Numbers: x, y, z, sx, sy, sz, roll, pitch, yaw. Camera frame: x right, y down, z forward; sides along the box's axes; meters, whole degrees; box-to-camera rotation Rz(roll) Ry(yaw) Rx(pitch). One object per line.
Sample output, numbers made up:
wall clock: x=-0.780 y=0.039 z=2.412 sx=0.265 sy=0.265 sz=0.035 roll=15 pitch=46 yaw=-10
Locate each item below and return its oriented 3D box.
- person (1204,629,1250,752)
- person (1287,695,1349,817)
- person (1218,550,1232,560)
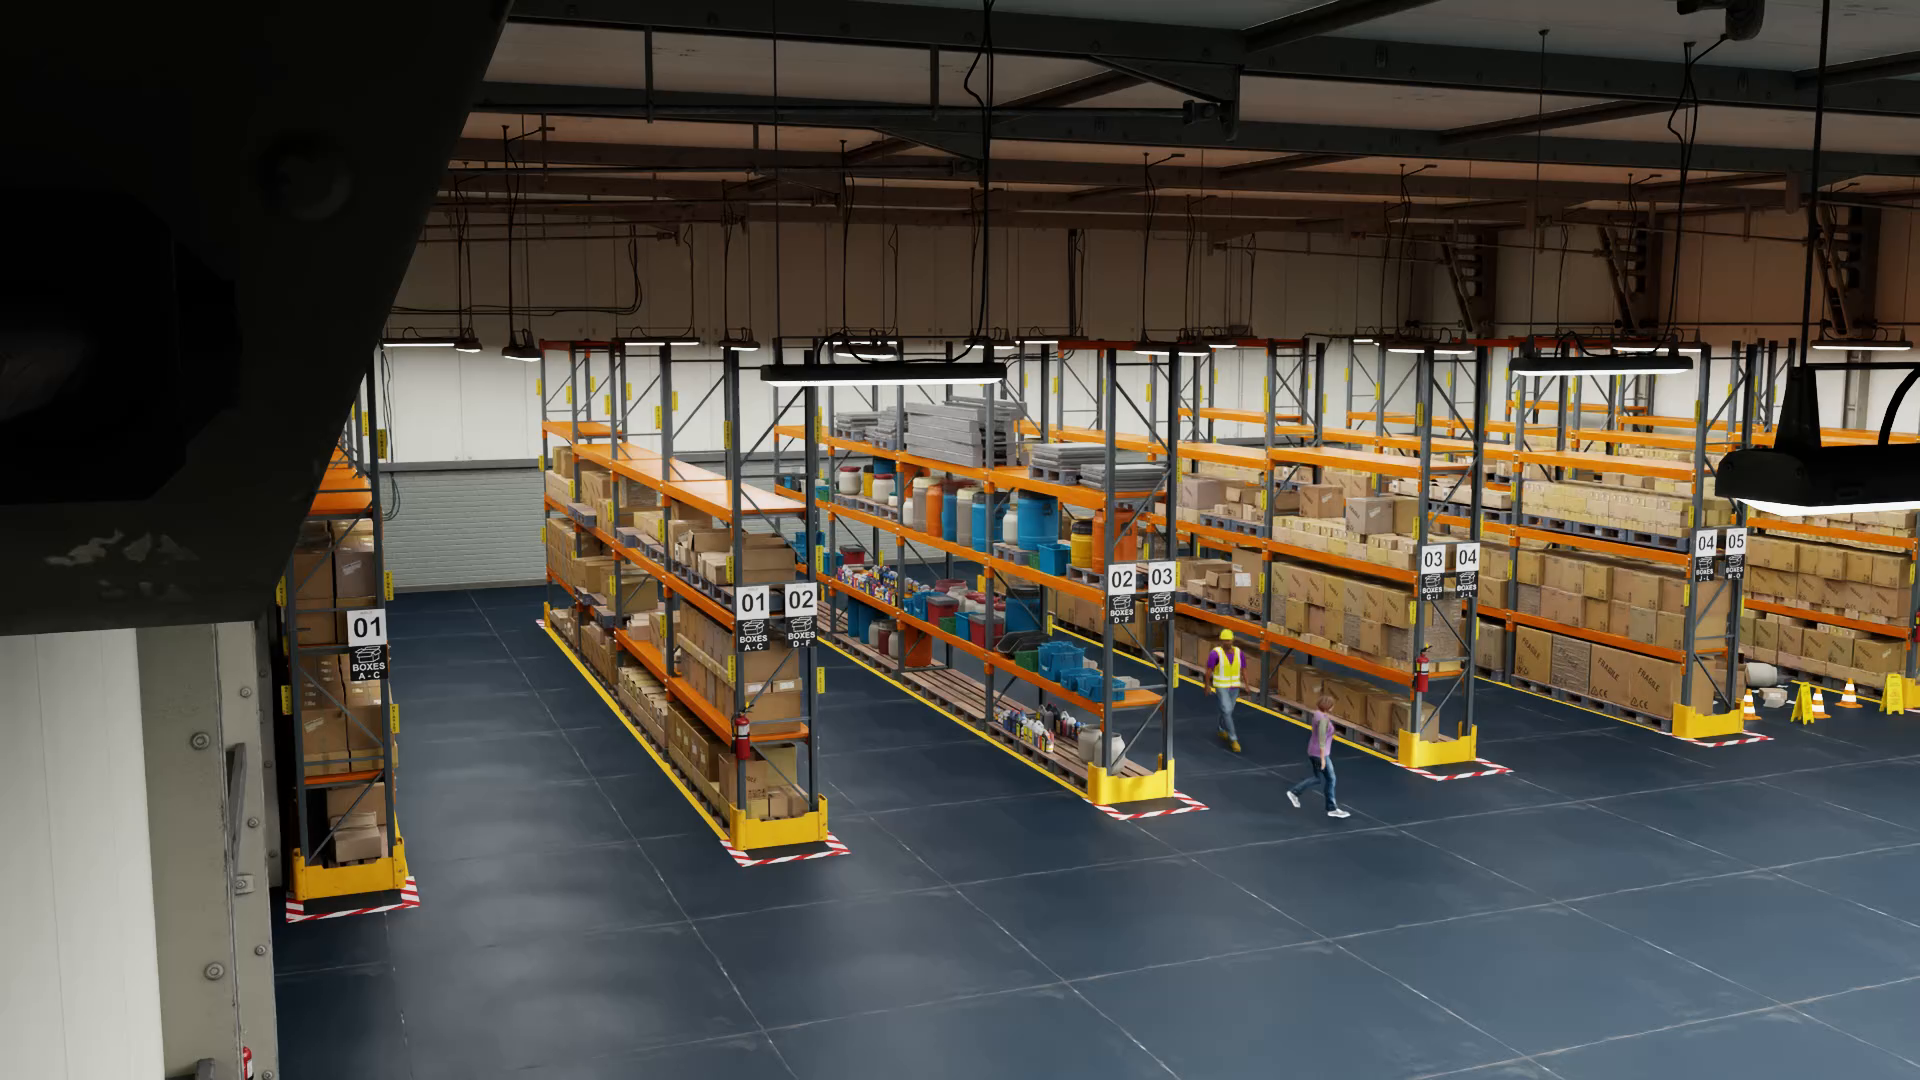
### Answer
person: x=4.049 y=2.217 z=24.970 sx=0.601 sy=1.750 sz=0.881 roll=-3 pitch=8 yaw=-19
person: x=4.620 y=2.765 z=21.449 sx=0.779 sy=1.566 sz=0.455 roll=0 pitch=7 yaw=3
person: x=6.837 y=-0.075 z=42.592 sx=1.099 sy=1.738 sz=0.560 roll=-4 pitch=8 yaw=-27
